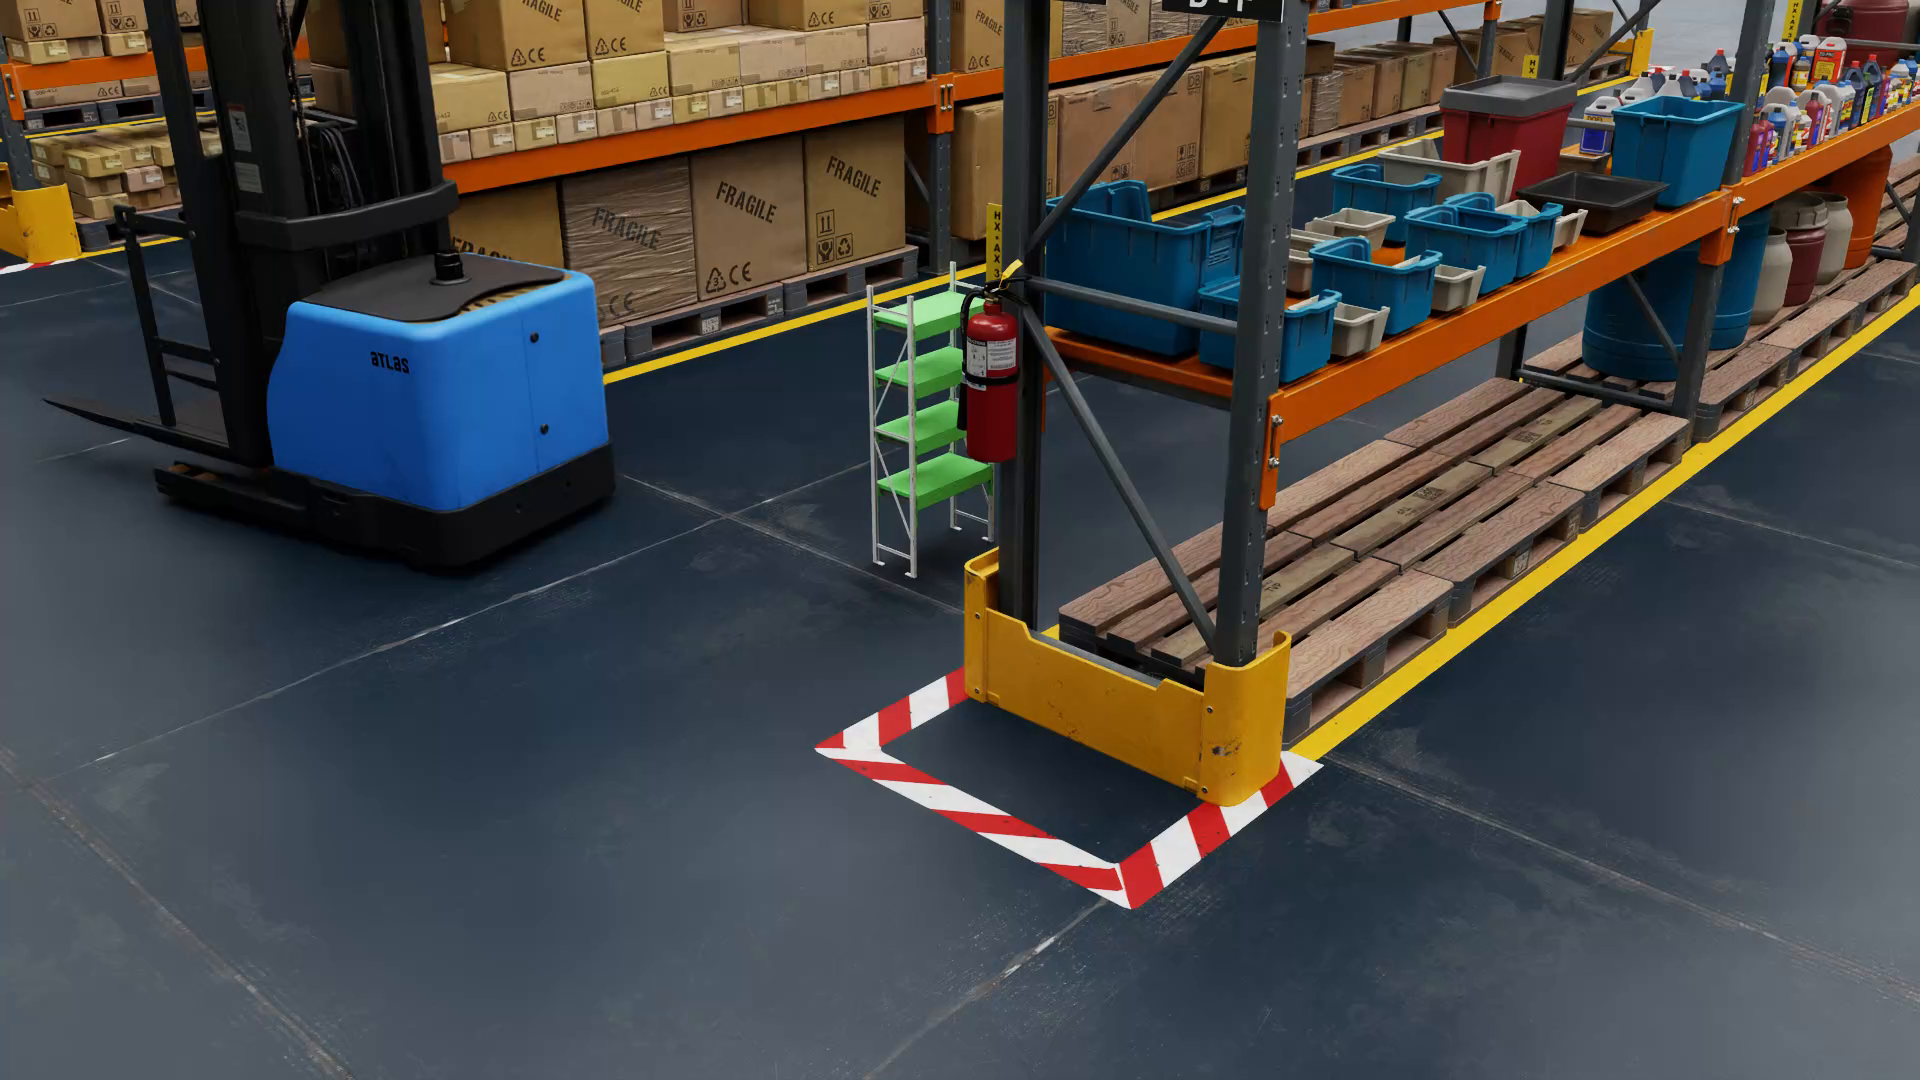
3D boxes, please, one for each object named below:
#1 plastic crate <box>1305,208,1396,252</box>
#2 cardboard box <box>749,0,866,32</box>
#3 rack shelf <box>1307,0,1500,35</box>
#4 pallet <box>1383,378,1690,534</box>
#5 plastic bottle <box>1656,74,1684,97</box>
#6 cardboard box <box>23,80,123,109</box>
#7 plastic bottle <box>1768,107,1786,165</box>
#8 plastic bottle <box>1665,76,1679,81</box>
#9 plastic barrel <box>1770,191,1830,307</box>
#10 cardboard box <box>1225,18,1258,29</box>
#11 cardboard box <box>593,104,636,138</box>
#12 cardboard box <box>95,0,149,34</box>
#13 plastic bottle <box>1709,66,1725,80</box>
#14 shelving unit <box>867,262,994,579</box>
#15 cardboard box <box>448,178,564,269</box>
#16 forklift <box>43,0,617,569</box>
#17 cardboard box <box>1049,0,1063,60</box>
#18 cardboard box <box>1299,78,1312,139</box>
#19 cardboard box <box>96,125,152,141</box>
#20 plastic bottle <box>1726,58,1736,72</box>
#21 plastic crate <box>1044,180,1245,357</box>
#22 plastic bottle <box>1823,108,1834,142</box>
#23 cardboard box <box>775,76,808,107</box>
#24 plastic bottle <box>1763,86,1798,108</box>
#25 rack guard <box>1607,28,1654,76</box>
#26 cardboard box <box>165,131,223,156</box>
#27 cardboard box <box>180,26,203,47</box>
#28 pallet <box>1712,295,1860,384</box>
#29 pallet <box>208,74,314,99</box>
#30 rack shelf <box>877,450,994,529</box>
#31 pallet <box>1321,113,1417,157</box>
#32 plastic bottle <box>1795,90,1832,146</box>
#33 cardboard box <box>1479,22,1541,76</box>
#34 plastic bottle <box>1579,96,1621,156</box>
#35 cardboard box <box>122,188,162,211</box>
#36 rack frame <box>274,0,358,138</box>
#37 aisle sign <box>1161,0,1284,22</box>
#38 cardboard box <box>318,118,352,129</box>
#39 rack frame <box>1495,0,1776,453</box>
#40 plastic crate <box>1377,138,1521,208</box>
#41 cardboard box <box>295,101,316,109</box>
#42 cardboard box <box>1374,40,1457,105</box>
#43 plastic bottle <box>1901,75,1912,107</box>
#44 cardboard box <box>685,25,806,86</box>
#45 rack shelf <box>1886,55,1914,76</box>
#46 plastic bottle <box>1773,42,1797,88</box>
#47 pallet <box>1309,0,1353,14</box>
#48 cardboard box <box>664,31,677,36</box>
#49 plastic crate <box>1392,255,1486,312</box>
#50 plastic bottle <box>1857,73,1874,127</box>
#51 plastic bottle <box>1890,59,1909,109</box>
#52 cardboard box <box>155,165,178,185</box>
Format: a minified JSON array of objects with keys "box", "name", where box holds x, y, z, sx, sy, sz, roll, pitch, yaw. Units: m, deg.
[{"box":[1.511,-1.199,6.507,0.298,0.136,0.250,20,31,38],"name":"plastic crate"},{"box":[-0.918,-3.339,9.934,0.500,0.500,0.500,21,31,38],"name":"cardboard box"},{"box":[3.532,-4.794,15.155,1.077,0.370,4.000,20,31,38],"name":"rack shelf"},{"box":[2.754,-0.435,7.962,1.003,0.211,1.213,20,31,38],"name":"pallet"},{"box":[3.693,-2.249,8.661,0.144,0.351,0.185,20,31,38],"name":"plastic bottle"},{"box":[-8.949,-4.588,16.434,0.875,0.438,0.875,19,30,36],"name":"cardboard box"},{"box":[3.995,-1.989,8.176,0.097,0.271,0.097,0,24,0],"name":"plastic bottle"},{"box":[3.818,-2.358,8.995,0.152,0.276,0.135,20,31,38],"name":"plastic bottle"},{"box":[4.818,-1.754,9.930,0.600,0.588,0.708,20,31,38],"name":"plastic barrel"},{"box":[2.052,-4.341,13.142,0.500,0.500,0.500,21,32,39],"name":"cardboard box"},{"box":[-1.975,-2.293,9.004,0.380,0.149,0.250,19,31,37],"name":"cardboard box"},{"box":[-5.925,-3.873,11.737,0.500,0.500,0.500,20,31,38],"name":"cardboard box"},{"box":[4.254,-2.535,9.394,0.097,0.271,0.097,0,24,0],"name":"plastic bottle"},{"box":[-0.110,-0.497,6.892,0.258,1.200,0.503,20,31,38],"name":"shelving unit"},{"box":[-2.775,-1.514,9.045,0.875,0.875,0.875,20,31,38],"name":"cardboard box"},{"box":[-3.099,-1.647,7.341,3.031,2.935,1.130,14,27,28],"name":"forklift"},{"box":[0.355,-3.565,11.413,0.500,0.500,0.500,20,31,38],"name":"cardboard box"},{"box":[2.629,-3.783,14.538,0.700,0.500,0.500,18,30,35],"name":"cardboard box"},{"box":[-6.315,-3.028,12.581,0.380,0.149,0.250,19,31,36],"name":"cardboard box"},{"box":[4.430,-2.638,9.618,0.152,0.276,0.135,20,31,38],"name":"plastic bottle"},{"box":[0.630,-0.920,5.518,0.616,0.435,0.499,20,31,38],"name":"plastic crate"},{"box":[4.524,-2.198,8.729,0.097,0.201,0.097,0,24,0],"name":"plastic bottle"},{"box":[-1.119,-2.684,9.876,0.380,0.149,0.250,21,31,38],"name":"cardboard box"},{"box":[4.313,-2.246,8.744,0.152,0.276,0.135,20,31,38],"name":"plastic bottle"},{"box":[7.485,-5.787,19.545,1.175,0.500,0.348,20,31,38],"name":"rack guard"},{"box":[-5.704,-2.947,12.399,0.380,0.149,0.250,18,30,35],"name":"cardboard box"},{"box":[-5.680,-3.704,12.151,0.380,0.149,0.250,20,31,37],"name":"cardboard box"},{"box":[4.576,-1.267,9.817,1.003,0.211,1.213,20,31,38],"name":"pallet"},{"box":[-7.394,-4.983,18.107,1.003,0.211,1.213,20,31,38],"name":"pallet"},{"box":[-0.110,-0.220,7.016,0.258,0.148,0.480,20,31,38],"name":"rack shelf"},{"box":[3.534,-3.848,15.575,1.003,0.211,1.213,20,31,38],"name":"pallet"},{"box":[4.426,-2.204,8.652,0.152,0.276,0.135,20,31,38],"name":"plastic bottle"},{"box":[5.896,-5.281,17.903,0.500,0.500,0.500,17,29,33],"name":"cardboard box"},{"box":[3.238,-2.094,8.404,0.152,0.276,0.135,20,31,38],"name":"plastic bottle"},{"box":[-6.067,-2.526,12.188,0.380,0.149,0.250,20,31,37],"name":"cardboard box"},{"box":[-3.142,-2.076,8.213,1.000,3.000,0.127,20,31,38],"name":"rack frame"},{"box":[0.719,-1.806,4.435,0.394,0.787,0.004,20,31,38],"name":"aisle sign"},{"box":[-3.150,-2.159,8.707,0.380,0.149,0.250,21,32,38],"name":"cardboard box"},{"box":[3.216,-1.942,7.914,1.000,3.000,0.127,20,31,38],"name":"rack frame"},{"box":[2.059,-1.500,7.001,0.437,0.282,0.530,20,31,38],"name":"plastic crate"},{"box":[-5.231,-3.494,13.620,0.380,0.149,0.250,21,32,39],"name":"cardboard box"},{"box":[4.441,-4.611,16.384,0.700,0.500,0.500,17,29,34],"name":"cardboard box"},{"box":[5.493,-2.641,9.716,0.097,0.201,0.097,0,24,0],"name":"plastic bottle"},{"box":[-1.256,-2.841,9.741,0.500,0.250,0.500,21,32,39],"name":"cardboard box"},{"box":[7.220,-3.442,12.139,1.077,0.370,4.000,20,31,38],"name":"rack shelf"},{"box":[5.047,-2.919,10.246,0.152,0.276,0.135,20,31,38],"name":"plastic bottle"},{"box":[2.593,-4.672,14.237,1.213,0.211,1.003,20,31,38],"name":"pallet"},{"box":[-1.994,-2.832,9.720,0.500,0.250,0.500,20,31,38],"name":"cardboard box"},{"box":[1.684,-0.897,5.834,0.250,0.136,0.298,20,31,38],"name":"plastic crate"},{"box":[4.958,-2.422,9.129,0.061,0.283,0.133,20,31,38],"name":"plastic bottle"},{"box":[5.428,-2.643,9.635,0.097,0.271,0.097,0,24,0],"name":"plastic bottle"},{"box":[-5.906,-2.743,12.310,0.380,0.149,0.250,21,31,38],"name":"cardboard box"}]
